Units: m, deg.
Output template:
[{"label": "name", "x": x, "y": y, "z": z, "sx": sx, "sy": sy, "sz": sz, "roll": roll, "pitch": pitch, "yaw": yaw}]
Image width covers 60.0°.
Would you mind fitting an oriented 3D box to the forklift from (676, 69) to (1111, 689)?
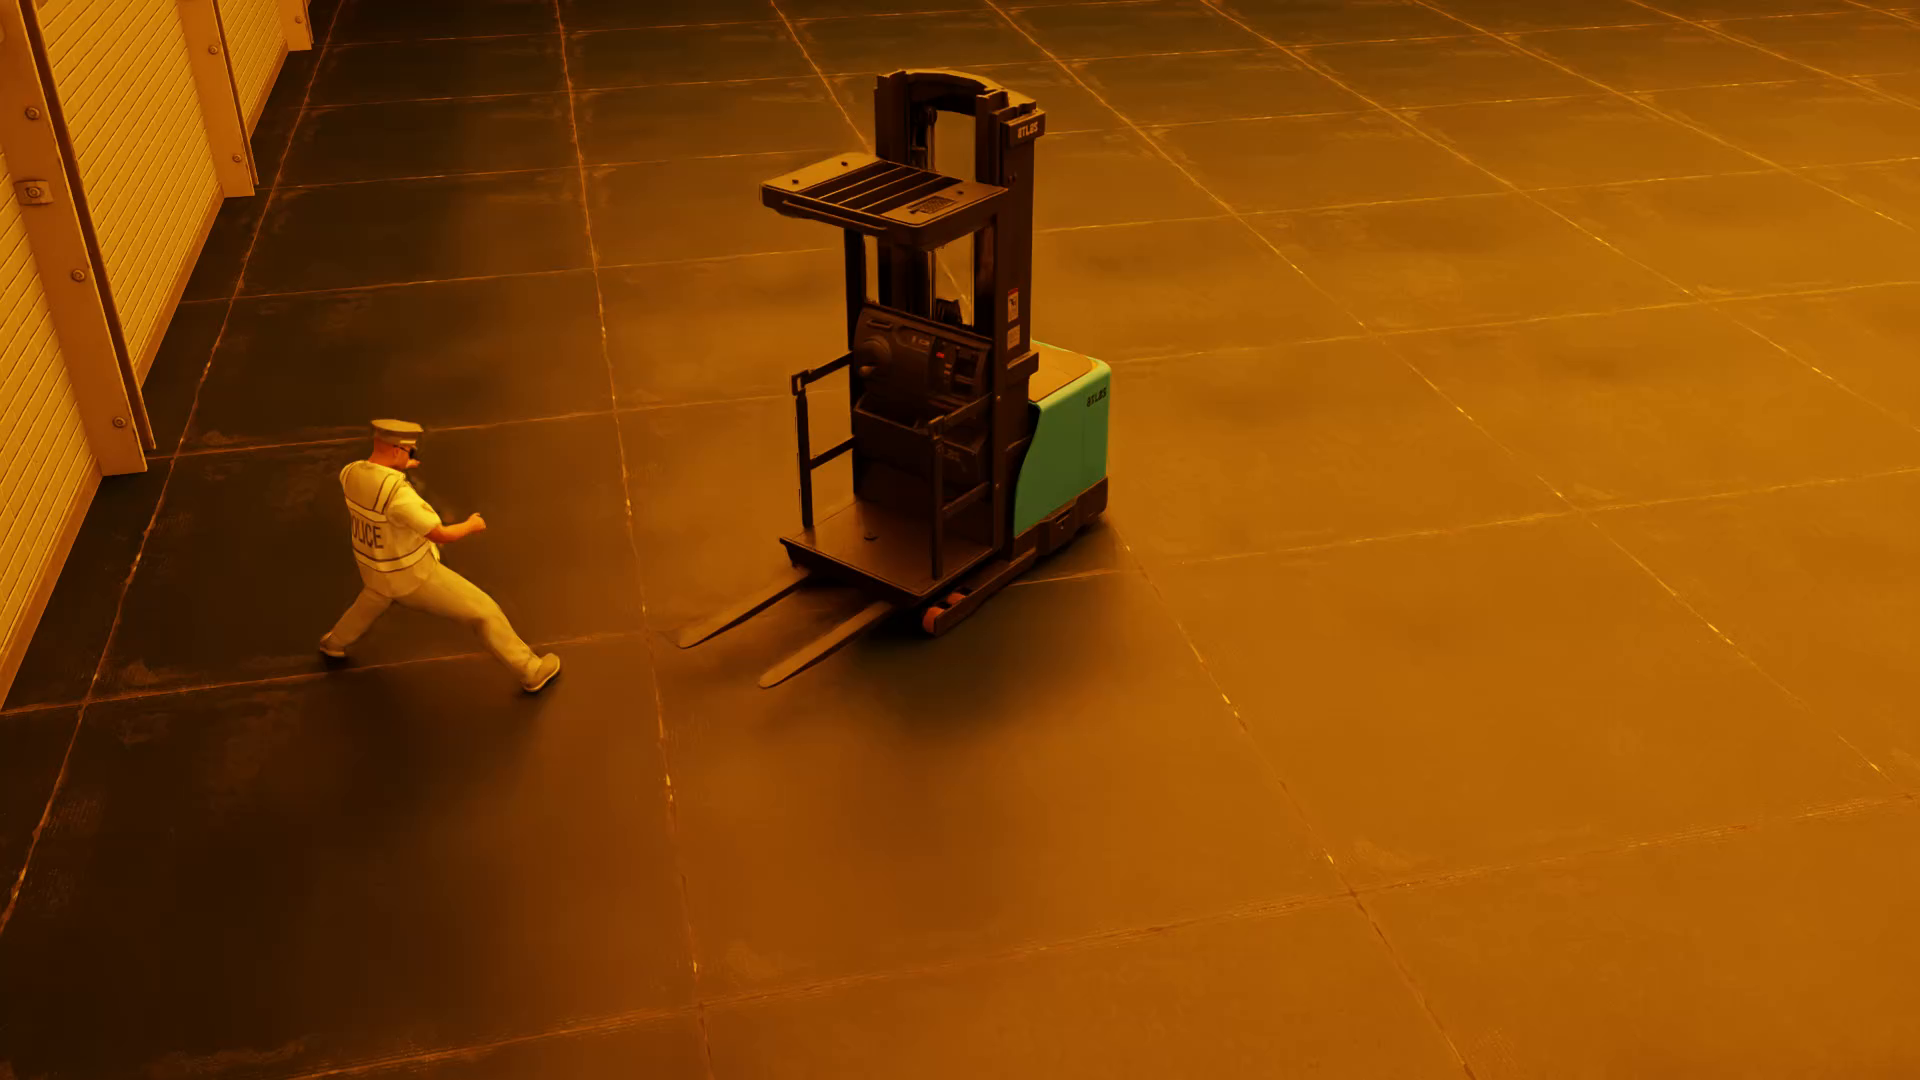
[{"label": "forklift", "x": -0.357, "y": -0.998, "z": 9.298, "sx": 1.130, "sy": 2.935, "sz": 3.031, "roll": 21, "pitch": 36, "yaw": 32}]
